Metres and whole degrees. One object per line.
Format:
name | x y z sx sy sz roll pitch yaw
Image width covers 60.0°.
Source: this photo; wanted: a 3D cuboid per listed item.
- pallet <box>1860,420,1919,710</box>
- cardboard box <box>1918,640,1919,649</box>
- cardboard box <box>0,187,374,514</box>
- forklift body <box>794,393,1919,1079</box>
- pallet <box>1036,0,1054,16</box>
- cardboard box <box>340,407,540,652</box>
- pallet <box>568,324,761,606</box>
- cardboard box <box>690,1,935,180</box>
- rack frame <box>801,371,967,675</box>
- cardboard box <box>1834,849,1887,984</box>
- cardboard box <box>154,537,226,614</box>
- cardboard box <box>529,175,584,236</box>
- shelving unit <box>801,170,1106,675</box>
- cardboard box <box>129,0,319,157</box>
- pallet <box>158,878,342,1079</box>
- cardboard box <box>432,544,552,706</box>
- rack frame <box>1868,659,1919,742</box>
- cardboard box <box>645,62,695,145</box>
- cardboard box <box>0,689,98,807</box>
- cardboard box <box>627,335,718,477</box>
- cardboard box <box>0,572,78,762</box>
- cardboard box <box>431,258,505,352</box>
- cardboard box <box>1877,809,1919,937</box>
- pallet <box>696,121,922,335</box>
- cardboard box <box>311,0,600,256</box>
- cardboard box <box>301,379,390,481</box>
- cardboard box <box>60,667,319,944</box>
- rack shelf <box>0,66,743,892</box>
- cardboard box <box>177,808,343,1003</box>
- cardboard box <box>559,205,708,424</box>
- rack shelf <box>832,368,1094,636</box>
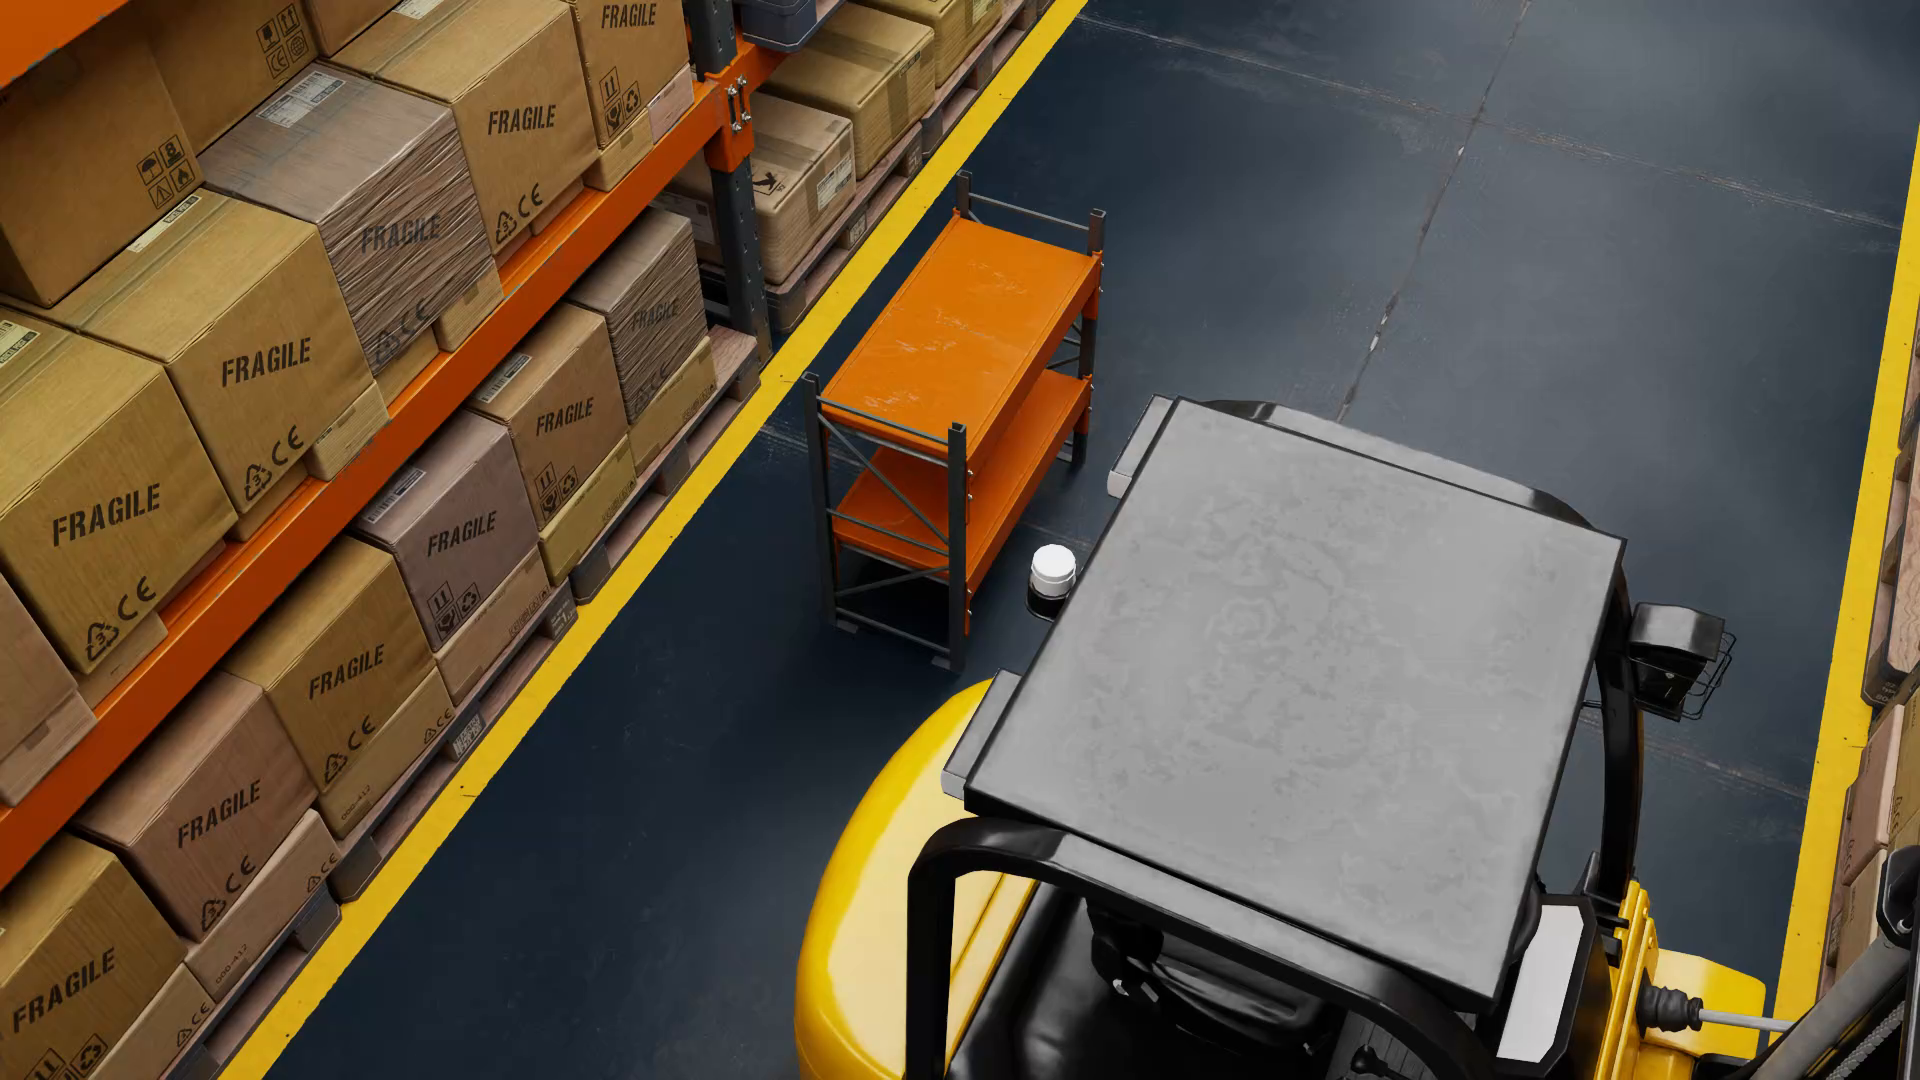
pallet | 3.580 0.201 5.440 1.003 0.211 1.213 20 52 16
cardboard box | 3.513 0.088 4.989 0.875 0.625 0.625 22 53 18
cardboard box | -1.800 -0.467 3.917 0.500 0.500 0.500 19 52 15
forklift body | 0.752 0.948 3.531 2.313 2.155 1.214 20 52 16
pallet | 0.184 -3.108 8.256 1.003 0.211 1.213 20 52 16
cardboard box | -1.632 -0.085 4.890 0.500 0.500 0.500 22 53 18
pallet | -1.444 -0.417 5.966 1.003 0.211 1.213 20 52 16
cardboard box | -0.664 -1.937 6.879 0.950 0.372 0.625 23 53 18
rack frame | -0.214 -0.019 5.028 0.500 1.125 0.032 20 52 16
cardboard box | 2.591 1.153 4.329 0.500 0.250 0.500 19 52 15
cardboard box | -1.996 -0.011 3.954 0.380 0.149 0.250 21 53 17
cardboard box | -1.333 -1.064 4.851 0.380 0.149 0.250 20 52 16
shelving unit | 0.003 -0.369 5.326 0.538 1.125 1.048 20 52 16
cardboard box | -2.050 -1.333 3.998 0.700 0.500 0.500 19 52 15
pallet | -2.487 1.263 4.537 1.003 0.211 1.213 20 52 16
cardboard box | -1.639 0.174 5.162 0.500 0.250 0.500 21 53 17
rack frame | 3.300 -0.182 3.935 1.000 3.000 0.127 20 52 16
cardboard box | -1.051 -1.393 5.130 0.380 0.149 0.250 19 52 16
cardboard box | -2.134 0.380 3.622 0.380 0.149 0.250 21 53 17
cardboard box | -1.199 -0.545 5.774 0.500 0.250 0.500 22 53 18
cardboard box | -2.227 0.237 3.318 0.500 0.500 0.500 21 53 17
cardboard box | -1.482 -0.692 4.534 0.380 0.149 0.250 19 52 16
cardboard box | 2.601 0.991 4.139 0.500 0.250 0.500 20 52 16
pallet | -0.858 -1.428 6.826 1.003 0.211 1.213 20 52 16
cardboard box | -1.368 -1.180 4.523 0.500 0.500 0.500 21 53 17
cardboard box | -1.696 -0.337 4.232 0.380 0.149 0.250 20 53 16
cardboard box | -2.075 0.628 4.283 0.500 0.500 0.500 18 52 15
rack shelf | -2.044 -0.184 4.410 1.077 0.370 4.000 20 52 16
cardboard box | -2.079 0.900 4.544 0.500 0.250 0.500 22 53 17
cardboard box | -1.200 -0.788 5.488 0.500 0.500 0.500 19 52 16
rack shelf | 0.003 -0.211 5.512 0.538 0.278 1.000 20 52 16
